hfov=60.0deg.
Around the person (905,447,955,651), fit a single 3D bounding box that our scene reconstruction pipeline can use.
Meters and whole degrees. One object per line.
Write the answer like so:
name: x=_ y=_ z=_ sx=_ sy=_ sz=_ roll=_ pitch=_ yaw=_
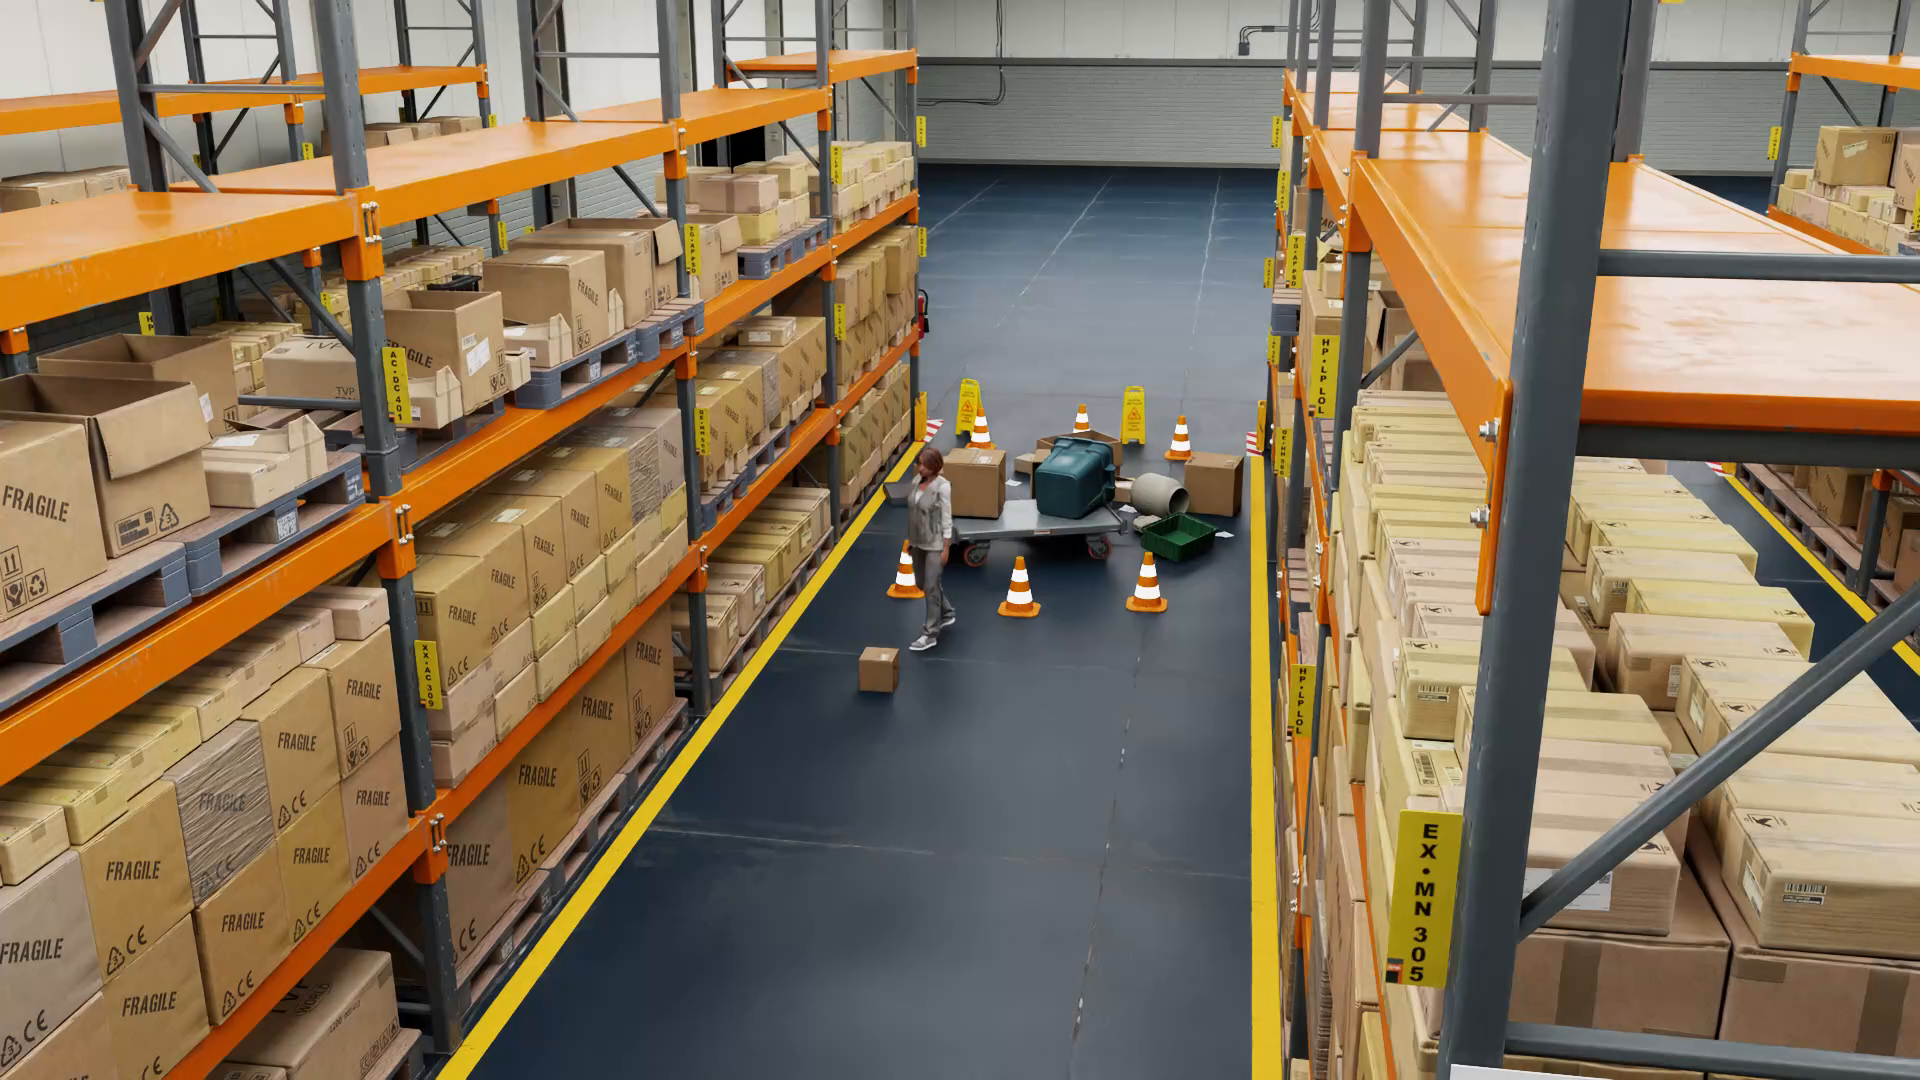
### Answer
person: x=-0.224 y=0.039 z=12.924 sx=0.568 sy=1.598 sz=0.451 roll=-15 pitch=23 yaw=-38
